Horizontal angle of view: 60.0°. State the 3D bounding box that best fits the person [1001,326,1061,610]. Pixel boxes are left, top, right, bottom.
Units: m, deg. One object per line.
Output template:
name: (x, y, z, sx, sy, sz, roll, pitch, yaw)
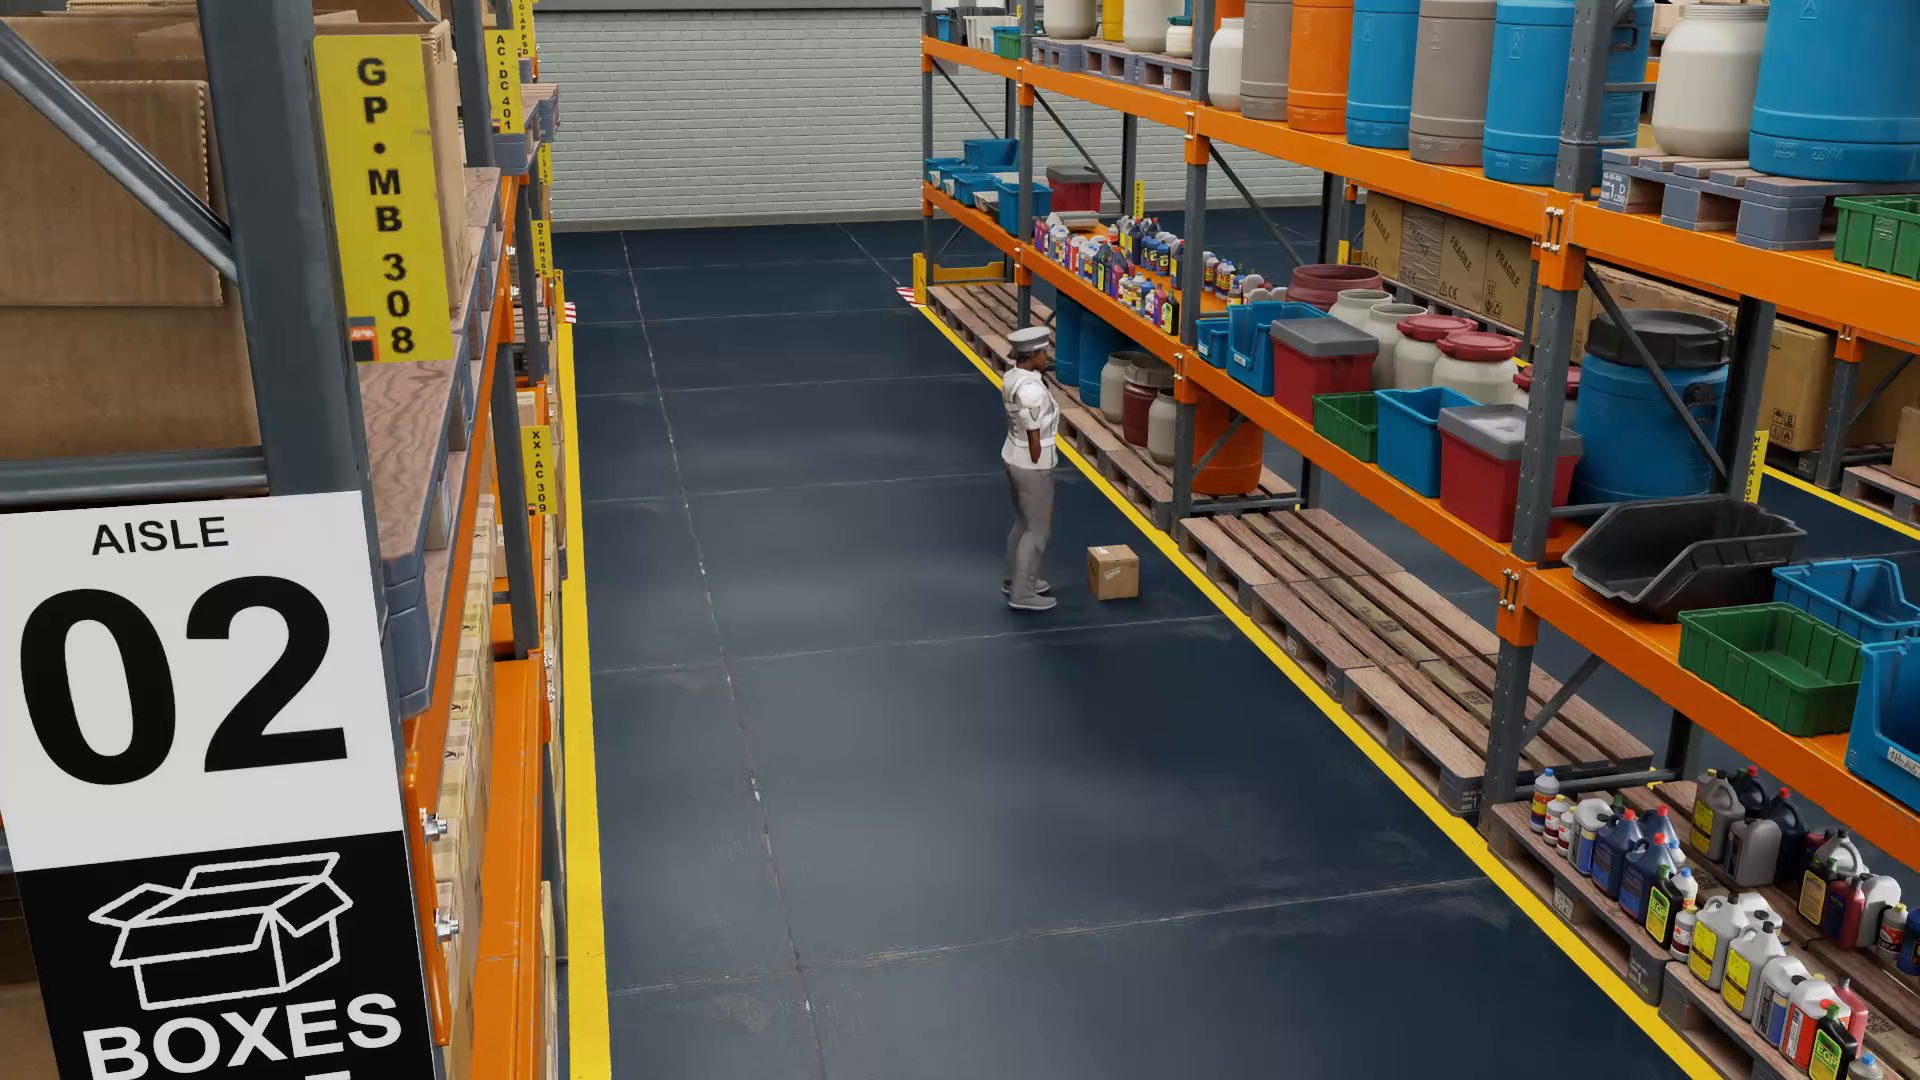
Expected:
person: (0.414, -0.427, 9.770, 0.342, 1.665, 0.438, -4, 20, -11)
